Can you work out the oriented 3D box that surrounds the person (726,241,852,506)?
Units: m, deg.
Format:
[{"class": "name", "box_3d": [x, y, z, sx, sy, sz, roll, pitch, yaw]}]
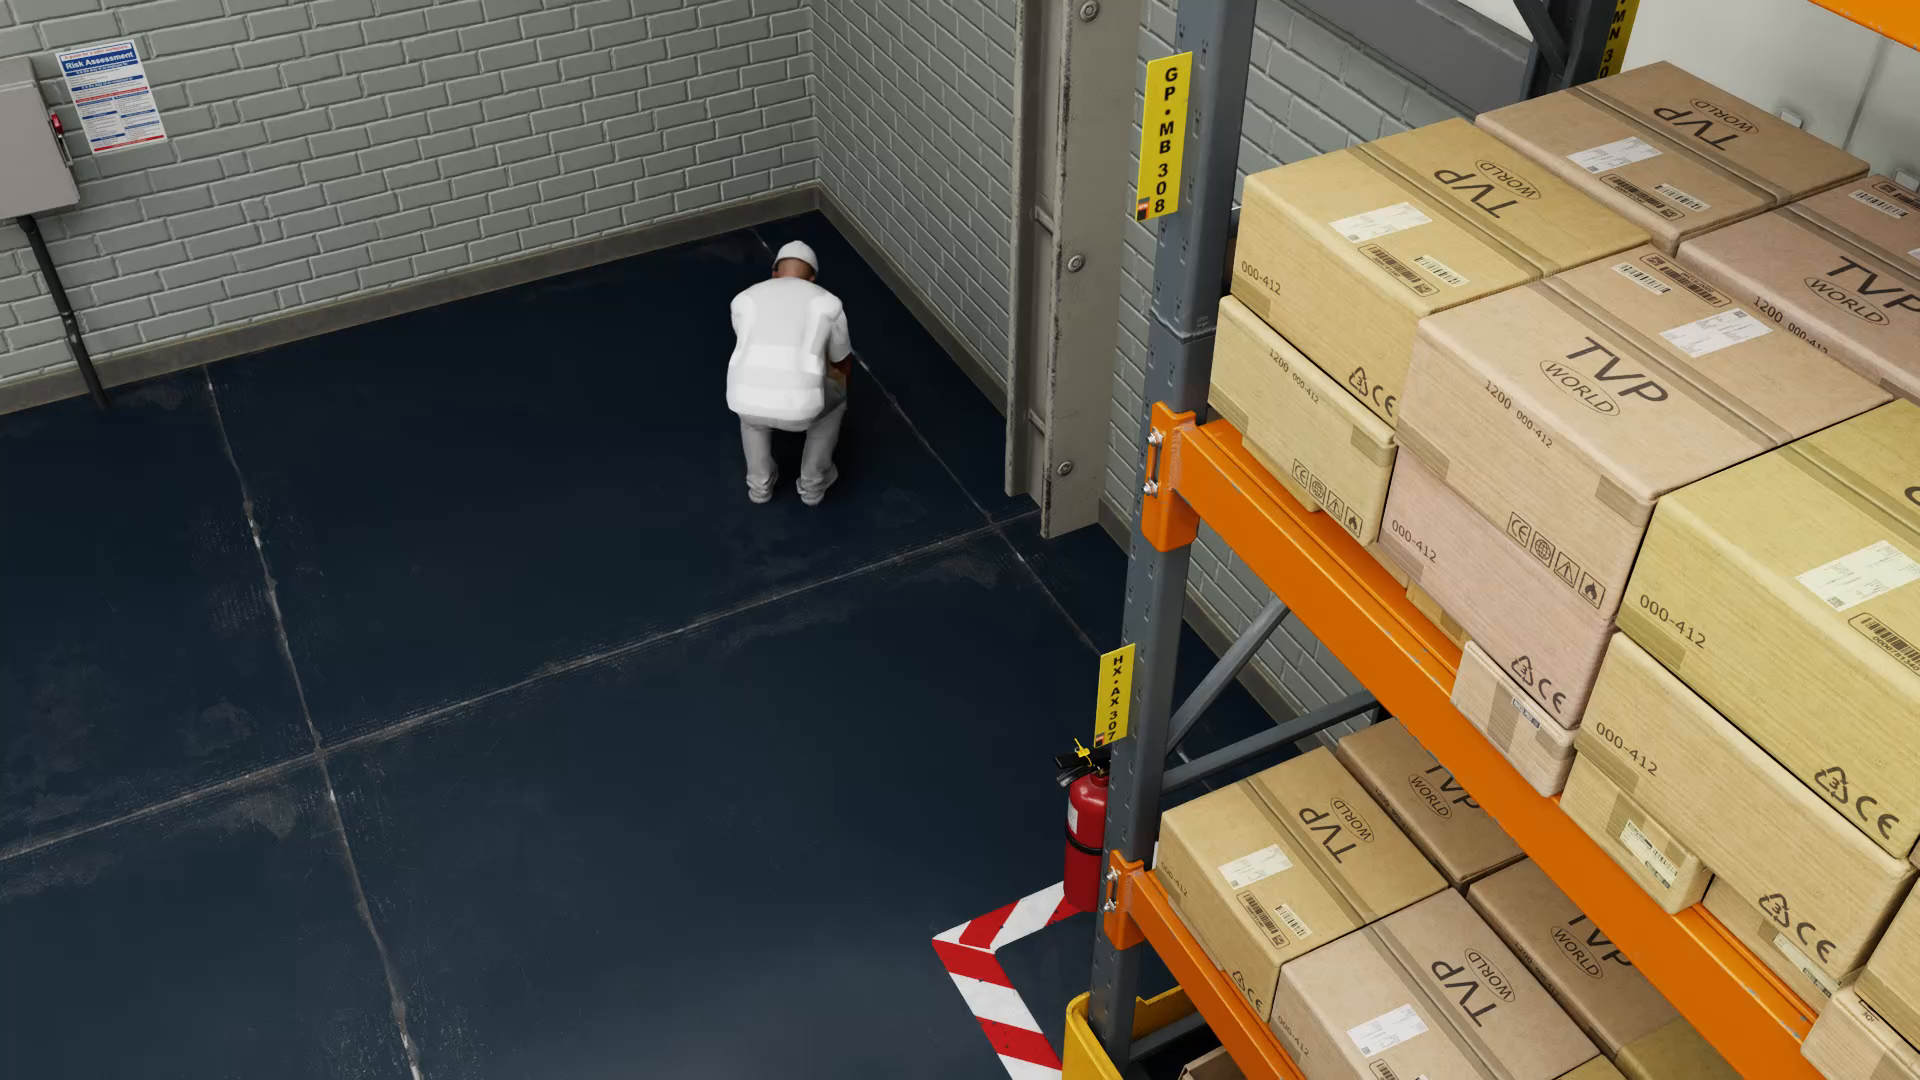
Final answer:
[{"class": "person", "box_3d": [-0.779, -0.716, 7.541, 0.526, 1.010, 0.950, 6, 41, 7]}]
